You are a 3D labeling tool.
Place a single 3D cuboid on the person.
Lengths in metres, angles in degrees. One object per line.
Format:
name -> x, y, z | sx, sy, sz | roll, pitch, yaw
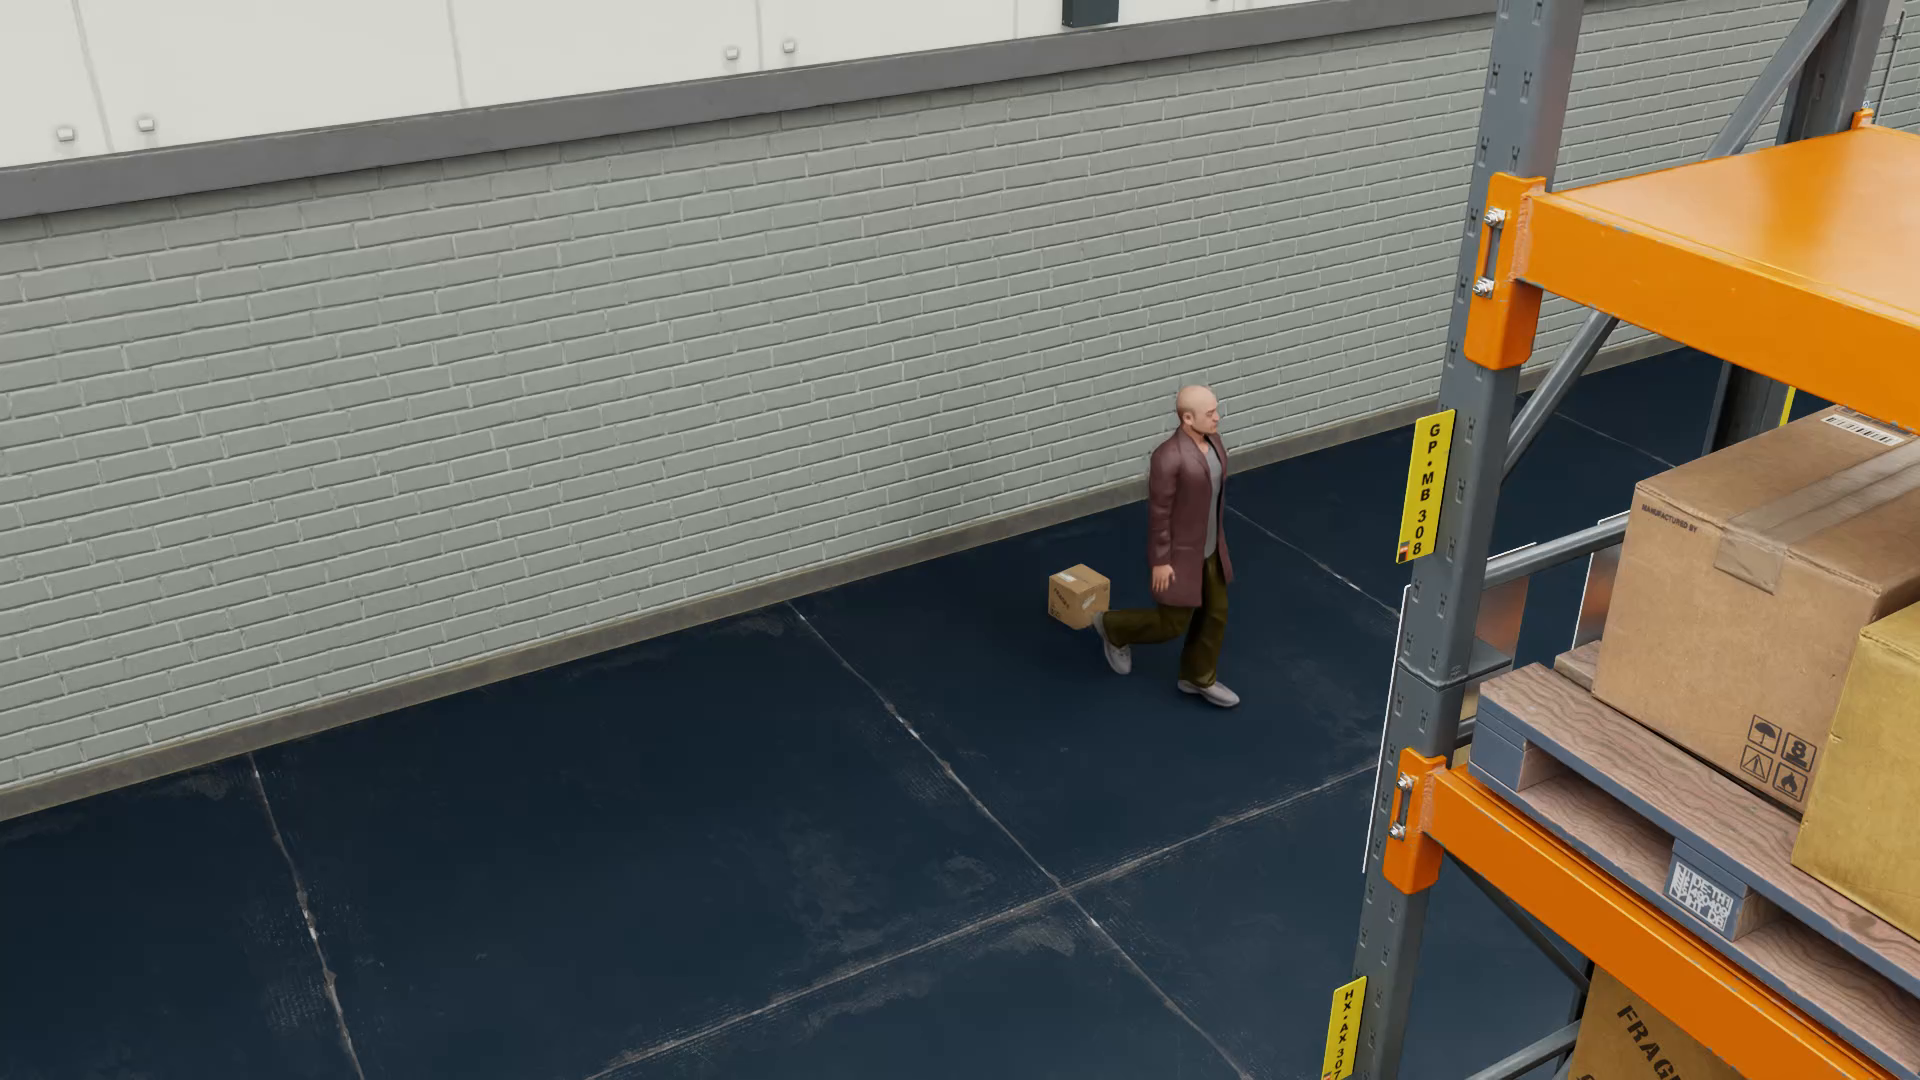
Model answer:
person -> 1.109, 0.017, 8.516 | 0.817, 1.758, 0.581 | 22, 36, 35
